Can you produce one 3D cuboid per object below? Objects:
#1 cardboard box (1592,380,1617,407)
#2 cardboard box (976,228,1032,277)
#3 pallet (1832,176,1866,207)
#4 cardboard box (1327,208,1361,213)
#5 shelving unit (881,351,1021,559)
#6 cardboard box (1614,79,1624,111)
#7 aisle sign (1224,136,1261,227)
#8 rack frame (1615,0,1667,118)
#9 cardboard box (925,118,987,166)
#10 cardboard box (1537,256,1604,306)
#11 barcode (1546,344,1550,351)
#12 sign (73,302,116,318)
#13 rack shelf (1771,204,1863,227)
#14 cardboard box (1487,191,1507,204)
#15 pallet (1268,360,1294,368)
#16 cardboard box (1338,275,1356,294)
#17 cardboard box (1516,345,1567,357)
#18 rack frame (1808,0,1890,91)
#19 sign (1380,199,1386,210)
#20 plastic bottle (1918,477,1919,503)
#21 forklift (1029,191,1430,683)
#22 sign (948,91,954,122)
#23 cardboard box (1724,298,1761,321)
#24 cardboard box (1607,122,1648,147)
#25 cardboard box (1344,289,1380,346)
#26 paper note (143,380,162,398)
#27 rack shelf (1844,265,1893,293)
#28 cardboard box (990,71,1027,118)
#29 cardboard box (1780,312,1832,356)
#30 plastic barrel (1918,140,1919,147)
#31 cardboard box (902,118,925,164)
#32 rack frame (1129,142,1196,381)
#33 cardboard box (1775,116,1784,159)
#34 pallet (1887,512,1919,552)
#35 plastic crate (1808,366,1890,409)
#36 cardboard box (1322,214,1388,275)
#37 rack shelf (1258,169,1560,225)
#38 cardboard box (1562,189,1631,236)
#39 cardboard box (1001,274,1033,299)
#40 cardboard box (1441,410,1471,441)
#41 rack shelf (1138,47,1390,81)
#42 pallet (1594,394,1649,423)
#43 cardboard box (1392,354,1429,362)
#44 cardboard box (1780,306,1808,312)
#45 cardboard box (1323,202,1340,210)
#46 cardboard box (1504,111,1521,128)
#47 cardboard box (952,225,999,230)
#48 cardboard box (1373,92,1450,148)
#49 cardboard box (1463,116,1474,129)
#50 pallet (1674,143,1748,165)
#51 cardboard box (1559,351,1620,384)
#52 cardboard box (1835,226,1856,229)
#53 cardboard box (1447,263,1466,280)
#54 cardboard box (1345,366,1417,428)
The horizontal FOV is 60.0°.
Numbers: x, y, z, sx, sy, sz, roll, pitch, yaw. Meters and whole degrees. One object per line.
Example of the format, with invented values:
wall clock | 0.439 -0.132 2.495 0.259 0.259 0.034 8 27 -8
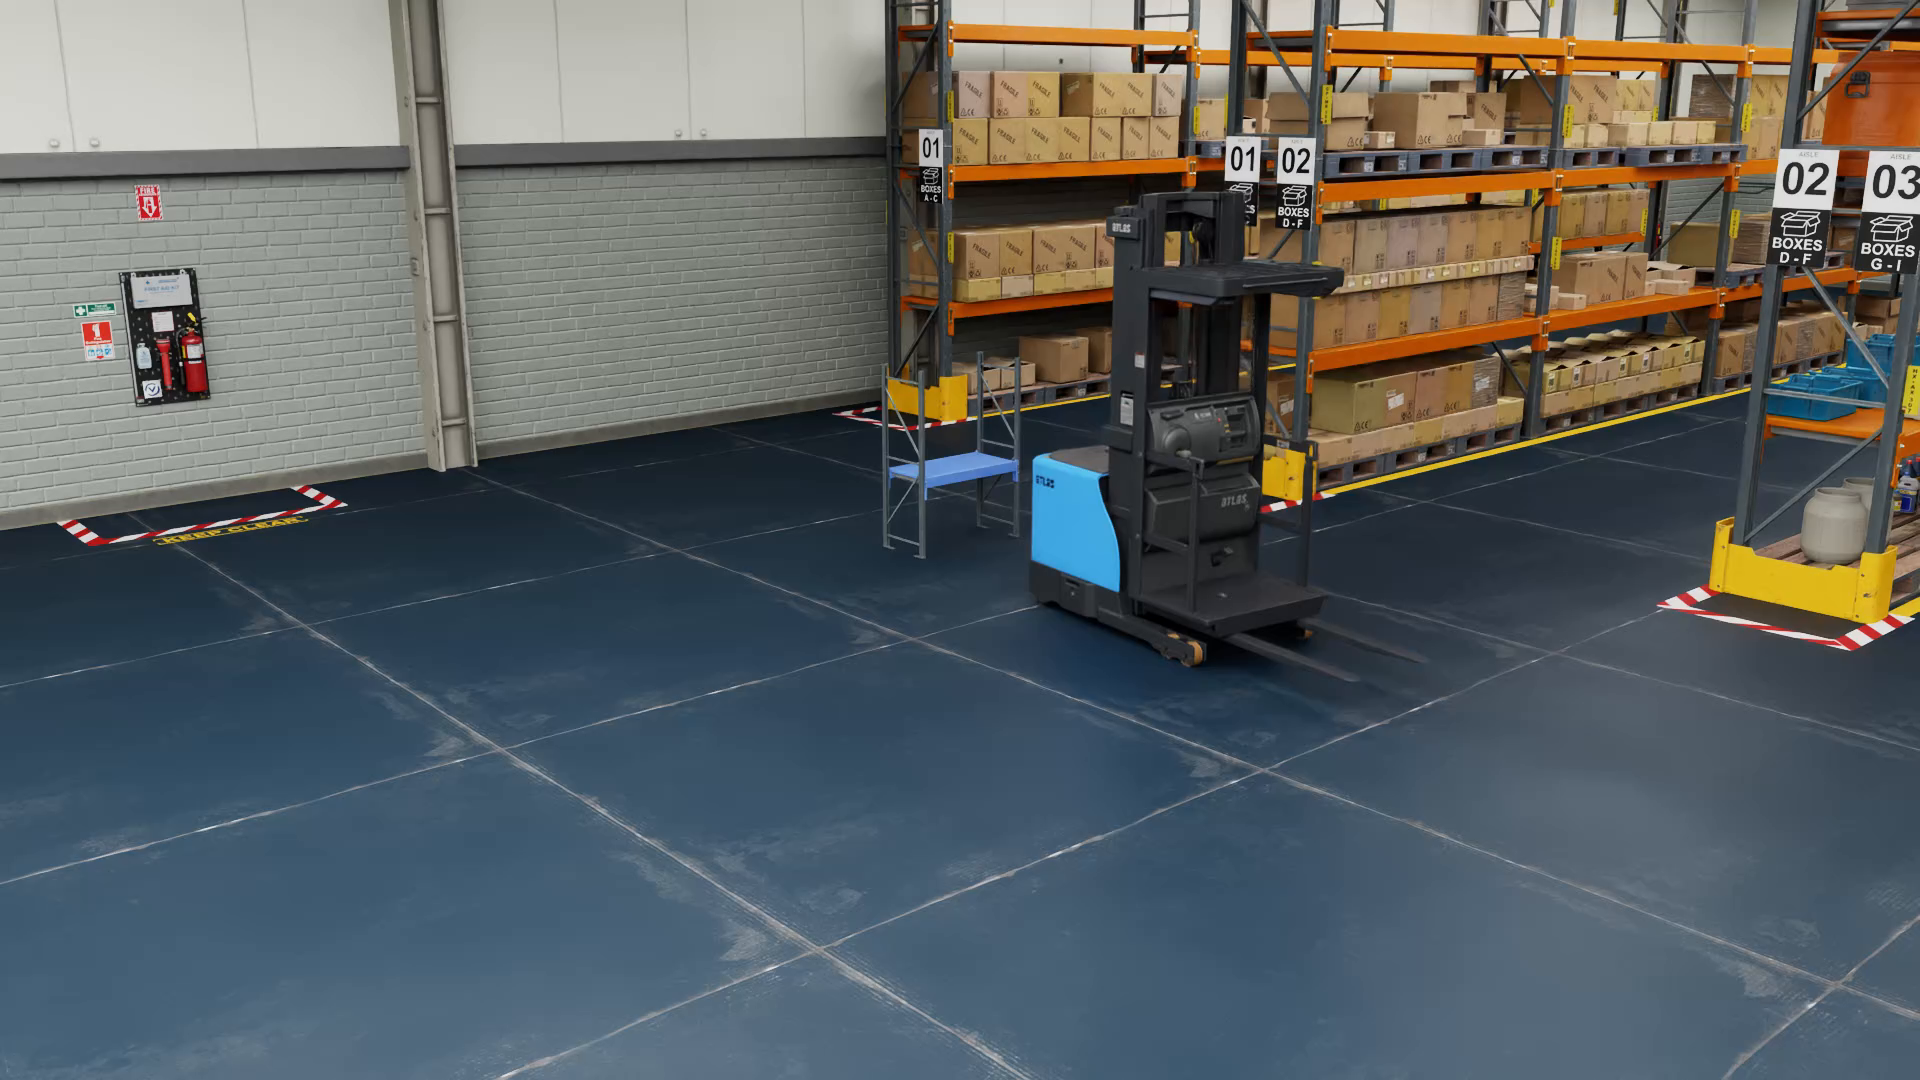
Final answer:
cardboard box | 7.054 -1.692 18.786 0.500 0.250 0.500 -13 20 -41
cardboard box | 0.476 -3.313 19.138 0.500 0.500 0.500 -13 19 -39
pallet | 6.731 -2.459 11.698 1.213 0.211 1.003 -13 19 -39
cardboard box | 5.226 -4.444 23.527 0.700 0.500 0.500 13 20 40
shelving unit | -0.064 -0.710 13.502 1.048 1.500 0.538 -13 19 -39
cardboard box | 10.463 -7.260 27.134 0.500 0.500 0.500 -14 20 -42
aisle sign | 2.551 -3.247 15.057 0.004 0.787 0.394 -13 19 -39
rack frame | 11.609 -8.518 28.201 0.127 3.000 1.000 -13 19 -39
cardboard box | -0.045 -4.424 18.455 0.500 0.500 0.500 -12 19 -38
cardboard box | 6.799 -2.887 18.553 0.500 0.500 0.500 -11 18 -35
barcode | 6.277 -2.054 17.757 0.075 0.075 0.001 -13 19 -39
sign | -7.392 -1.967 14.206 0.331 0.109 0.001 -13 19 -39
rack shelf | 7.551 -2.421 12.582 4.000 0.370 1.077 -13 19 -39
cardboard box | 8.015 -5.292 25.488 0.500 0.250 0.500 -12 19 -38
pallet | 4.064 -2.579 22.997 1.213 0.211 1.003 -13 19 -39
cardboard box | 3.428 -2.377 15.385 0.250 0.149 0.380 -13 20 -41
cardboard box | 6.695 -2.066 19.100 0.500 0.311 0.500 -13 20 -40
rack frame | 11.846 -6.876 22.056 0.127 3.000 1.000 -13 19 -39
sign | 5.937 -4.681 23.373 0.005 0.325 0.100 -13 19 -39
plastic bottle | 8.149 -0.448 14.050 0.097 0.271 0.097 0 15 0
forklift | 1.742 -0.740 10.840 1.130 2.935 3.031 -10 18 -33
sign | -0.105 -4.675 17.933 0.005 0.325 0.100 -13 19 -39
cardboard box | 10.189 -3.056 21.918 0.500 0.250 0.500 -13 20 -40
cardboard box | 7.294 -4.514 18.503 0.500 0.250 0.500 14 20 42
cardboard box | 3.547 -2.160 15.830 0.500 0.500 0.700 -12 19 -38
paper note | -7.095 -1.326 14.610 0.142 0.148 0.016 -13 19 -39
rack shelf | 13.355 -3.969 24.192 4.000 0.370 1.077 -13 19 -39
cardboard box | 0.401 -4.992 18.645 0.500 0.500 0.500 -13 20 -40
cardboard box | 11.284 -2.761 22.267 0.500 0.500 0.500 -13 19 -39
plastic barrel | 6.819 -2.941 11.958 0.600 0.588 0.600 0 15 0
cardboard box | -0.312 -4.536 18.875 0.500 0.500 0.500 -11 18 -35
rack frame | 2.557 -3.587 21.365 0.127 3.000 1.000 -13 19 -39
cardboard box | 9.913 -5.053 20.848 0.500 0.500 0.910 -13 19 -39
pallet | 7.605 0.003 13.331 1.213 0.211 1.003 -13 19 -39
plastic crate | 6.717 -1.160 12.570 0.408 0.251 0.499 -13 19 -39
cardboard box | 3.587 -2.796 15.698 0.500 0.500 0.700 -13 20 -41
rack shelf | 4.302 -3.386 16.194 4.000 0.370 1.077 -13 19 -39
cardboard box | 10.689 -5.551 28.136 0.700 0.700 0.980 -13 20 -40
cardboard box | 0.498 -2.958 19.263 0.500 0.250 0.500 -13 20 -41
cardboard box | 4.854 -1.206 16.966 0.500 0.250 0.500 -13 19 -39
rack shelf | 4.065 -6.283 22.004 4.000 0.370 1.077 -13 19 -39
pallet | 7.262 -1.616 19.390 1.213 0.211 1.003 -13 19 -39
cardboard box | 4.502 -1.673 17.261 0.500 0.500 0.500 -13 19 -39
cardboard box | 11.321 -2.948 22.967 0.500 0.500 0.500 -14 20 -42
cardboard box | 5.101 -4.717 23.293 0.380 0.149 0.250 12 19 38
cardboard box | 8.954 -6.731 26.609 0.500 0.250 0.500 -12 19 -39
cardboard box | 0.141 -3.413 19.514 0.500 0.500 0.500 -12 19 -39
cardboard box | 4.226 -3.941 15.602 0.500 0.500 0.500 -13 19 -39
cardboard box | 4.851 -4.174 16.839 0.500 0.311 0.500 -14 20 -42
pallet | 8.375 -4.526 19.435 1.003 0.211 1.213 -12 19 -37
cardboard box | 7.057 -1.961 18.708 0.500 0.311 0.500 -14 20 -41
cardboard box | 12.386 -4.535 22.782 0.500 0.500 0.500 -12 19 -38
cardboard box | 4.788 -2.682 16.527 0.250 0.149 0.380 -12 19 -38
cardboard box | 4.089 -1.402 16.247 0.500 0.500 0.500 -13 19 -39
